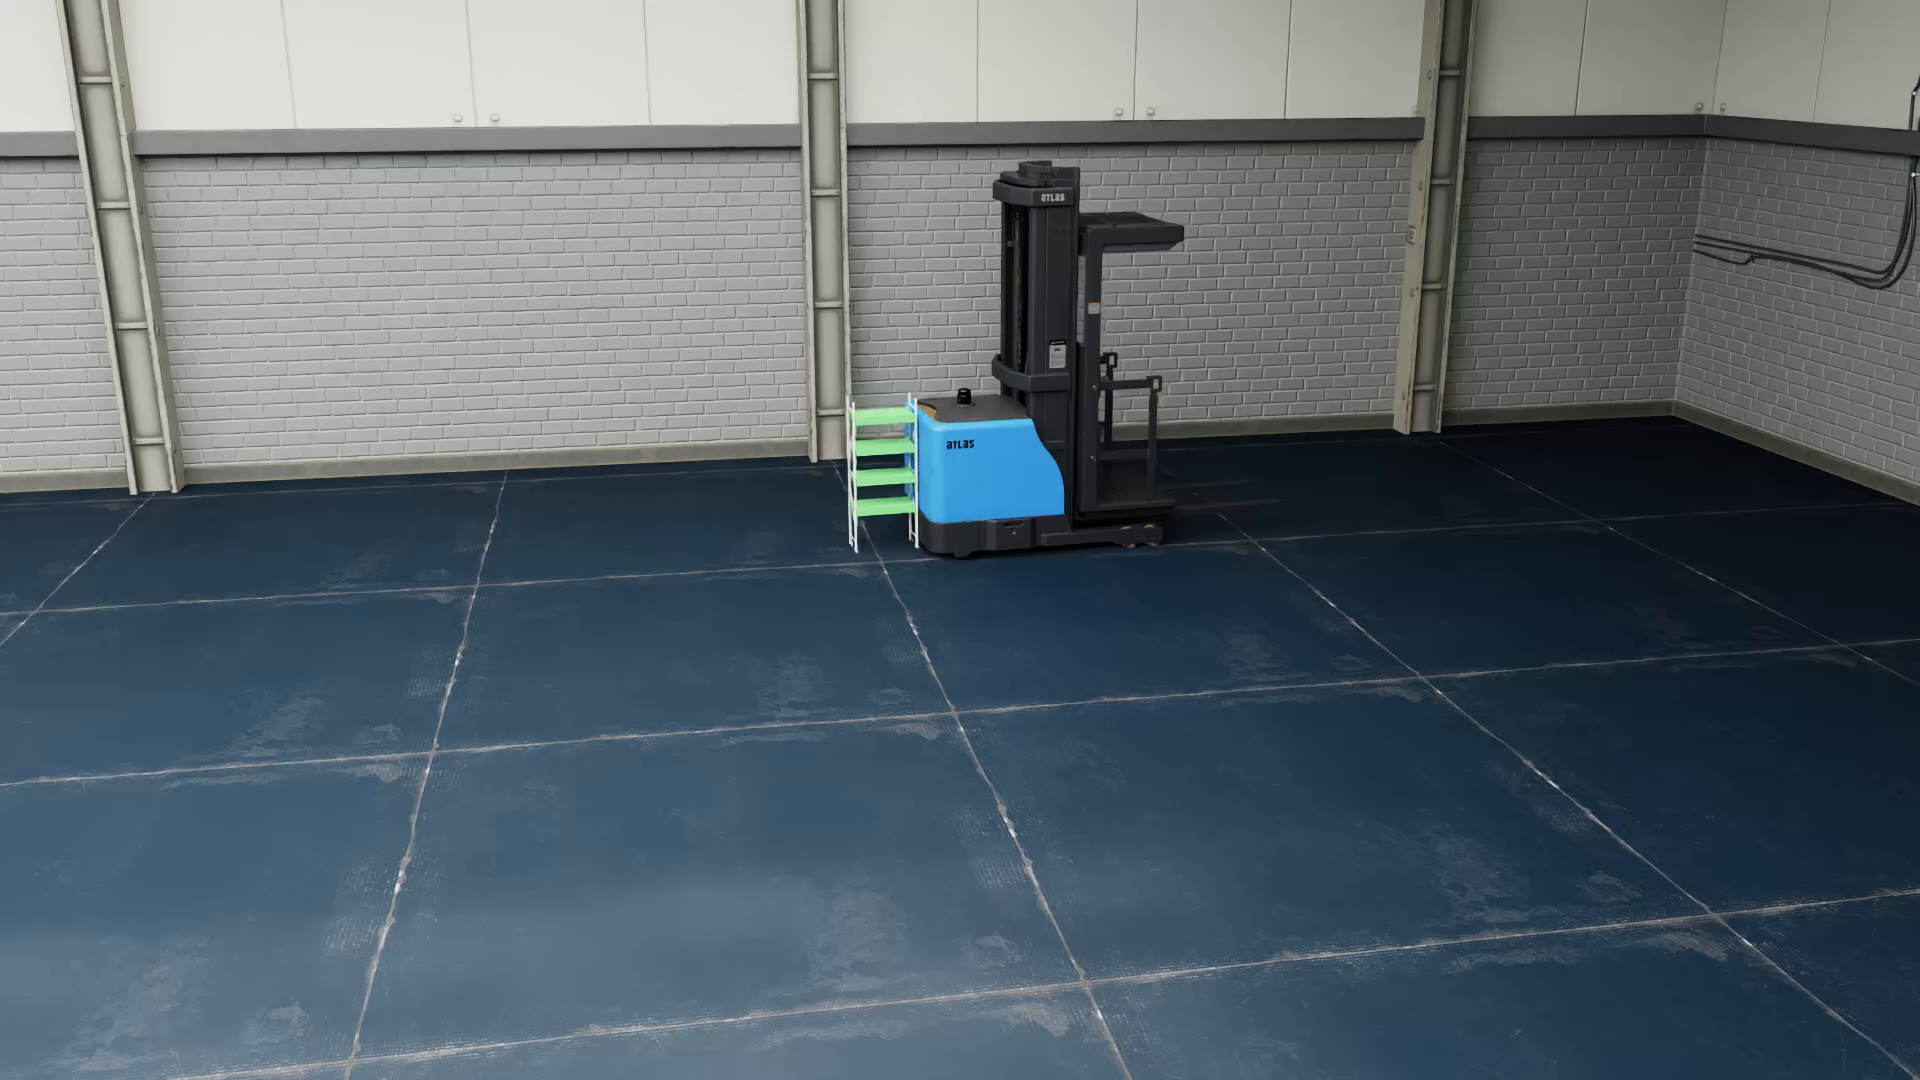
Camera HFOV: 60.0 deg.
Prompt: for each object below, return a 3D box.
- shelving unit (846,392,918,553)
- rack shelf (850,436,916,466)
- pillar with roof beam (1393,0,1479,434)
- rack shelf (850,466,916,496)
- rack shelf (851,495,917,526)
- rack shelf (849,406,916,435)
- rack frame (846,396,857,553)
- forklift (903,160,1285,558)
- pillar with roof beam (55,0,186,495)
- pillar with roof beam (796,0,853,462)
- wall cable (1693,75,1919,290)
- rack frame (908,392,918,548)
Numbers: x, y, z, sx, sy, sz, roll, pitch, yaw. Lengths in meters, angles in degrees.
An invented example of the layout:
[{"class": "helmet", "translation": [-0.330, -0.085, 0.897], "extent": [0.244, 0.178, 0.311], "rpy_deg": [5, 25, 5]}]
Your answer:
[{"class": "shelving unit", "translation": [-0.604, -0.525, 12.977], "extent": [0.503, 1.200, 0.258], "rpy_deg": [-5, 18, -14]}, {"class": "rack shelf", "translation": [-0.604, -0.693, 12.925], "extent": [0.480, 0.148, 0.258], "rpy_deg": [-5, 18, -14]}, {"class": "pillar with roof beam", "translation": [5.472, -4.183, 11.605], "extent": [0.400, 9.000, 9.100], "rpy_deg": [-3, 17, -10]}, {"class": "rack shelf", "translation": [-0.604, -0.464, 12.996], "extent": [0.480, 0.148, 0.258], "rpy_deg": [-5, 18, -14]}, {"class": "rack shelf", "translation": [-0.604, -0.234, 13.066], "extent": [0.480, 0.148, 0.258], "rpy_deg": [-5, 18, -14]}, {"class": "rack shelf", "translation": [-0.604, -0.923, 12.855], "extent": [0.480, 0.148, 0.258], "rpy_deg": [-5, 18, -14]}, {"class": "rack frame", "translation": [-0.840, -0.506, 12.917], "extent": [0.015, 1.200, 0.240], "rpy_deg": [-5, 18, -14]}, {"class": "forklift", "translation": [1.112, -1.484, 13.153], "extent": [3.031, 2.935, 1.130], "rpy_deg": [-5, 18, -14]}, {"class": "pillar with roof beam", "translation": [-6.310, -3.515, 9.429], "extent": [0.400, 9.000, 9.100], "rpy_deg": [-3, 17, -10]}, {"class": "pillar with roof beam", "translation": [-0.419, -3.849, 10.517], "extent": [0.400, 9.000, 9.100], "rpy_deg": [-3, 17, -10]}, {"class": "wall cable", "translation": [7.799, -3.723, 15.394], "extent": [0.112, 2.526, 3.097], "rpy_deg": [-3, 17, -10]}, {"class": "rack frame", "translation": [-0.369, -0.543, 13.038], "extent": [0.015, 1.200, 0.240], "rpy_deg": [-5, 18, -14]}]
